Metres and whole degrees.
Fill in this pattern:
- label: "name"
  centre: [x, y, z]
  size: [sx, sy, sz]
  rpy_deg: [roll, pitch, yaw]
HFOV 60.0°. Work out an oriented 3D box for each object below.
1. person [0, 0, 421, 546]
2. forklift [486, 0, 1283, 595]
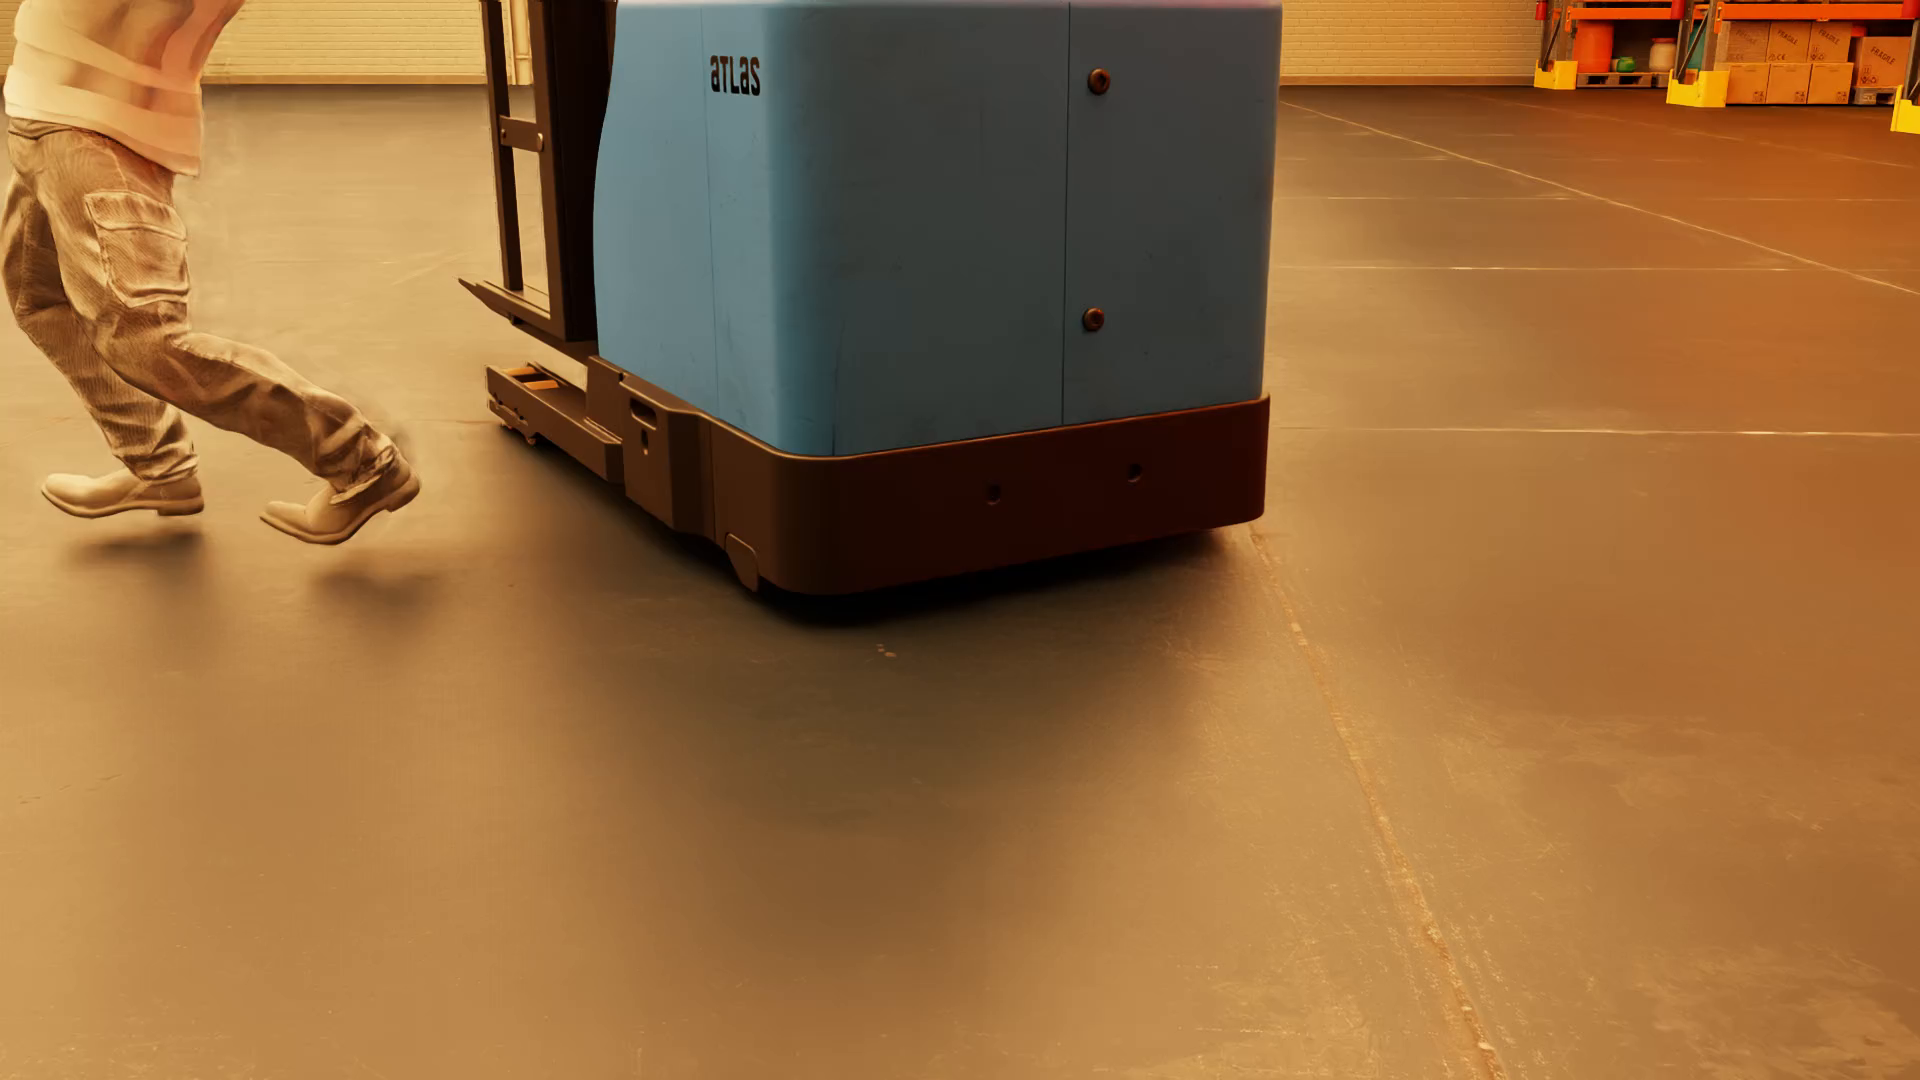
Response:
- label: "person"
  centre: [-1.593, -0.771, 3.196]
  size: [0.806, 1.507, 0.985]
  rpy_deg: [-9, 20, -27]
- label: "forklift"
  centre: [-0.563, -1.692, 3.877]
  size: [1.130, 2.935, 3.031]
  rpy_deg: [-10, 20, -28]
